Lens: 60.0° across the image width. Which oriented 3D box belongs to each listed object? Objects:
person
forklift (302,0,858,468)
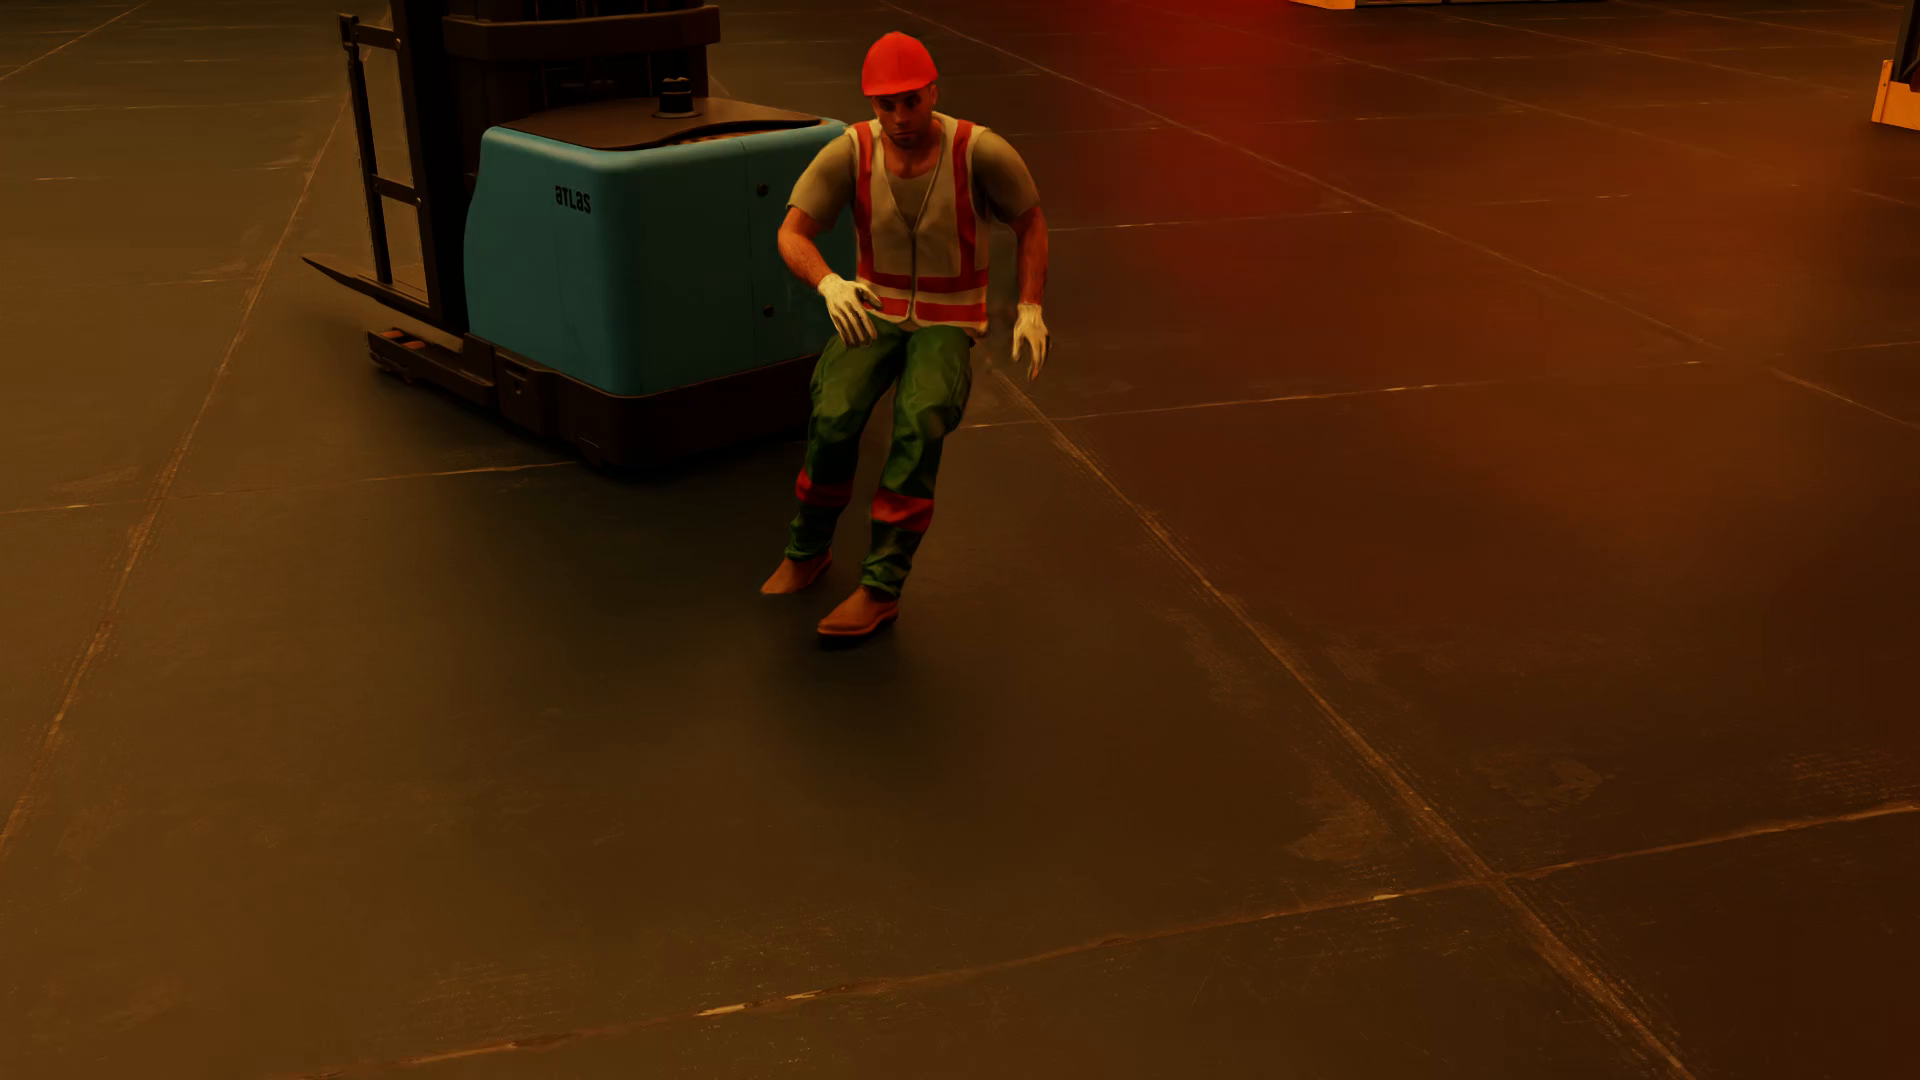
[{"bbox_3d":[-0.164,-0.546,4.495,0.813,1.558,0.919,2,23,4],"label":"person"},{"bbox_3d":[-1.702,-2.078,6.193,1.130,2.935,3.031,-20,30,-38],"label":"forklift"}]
